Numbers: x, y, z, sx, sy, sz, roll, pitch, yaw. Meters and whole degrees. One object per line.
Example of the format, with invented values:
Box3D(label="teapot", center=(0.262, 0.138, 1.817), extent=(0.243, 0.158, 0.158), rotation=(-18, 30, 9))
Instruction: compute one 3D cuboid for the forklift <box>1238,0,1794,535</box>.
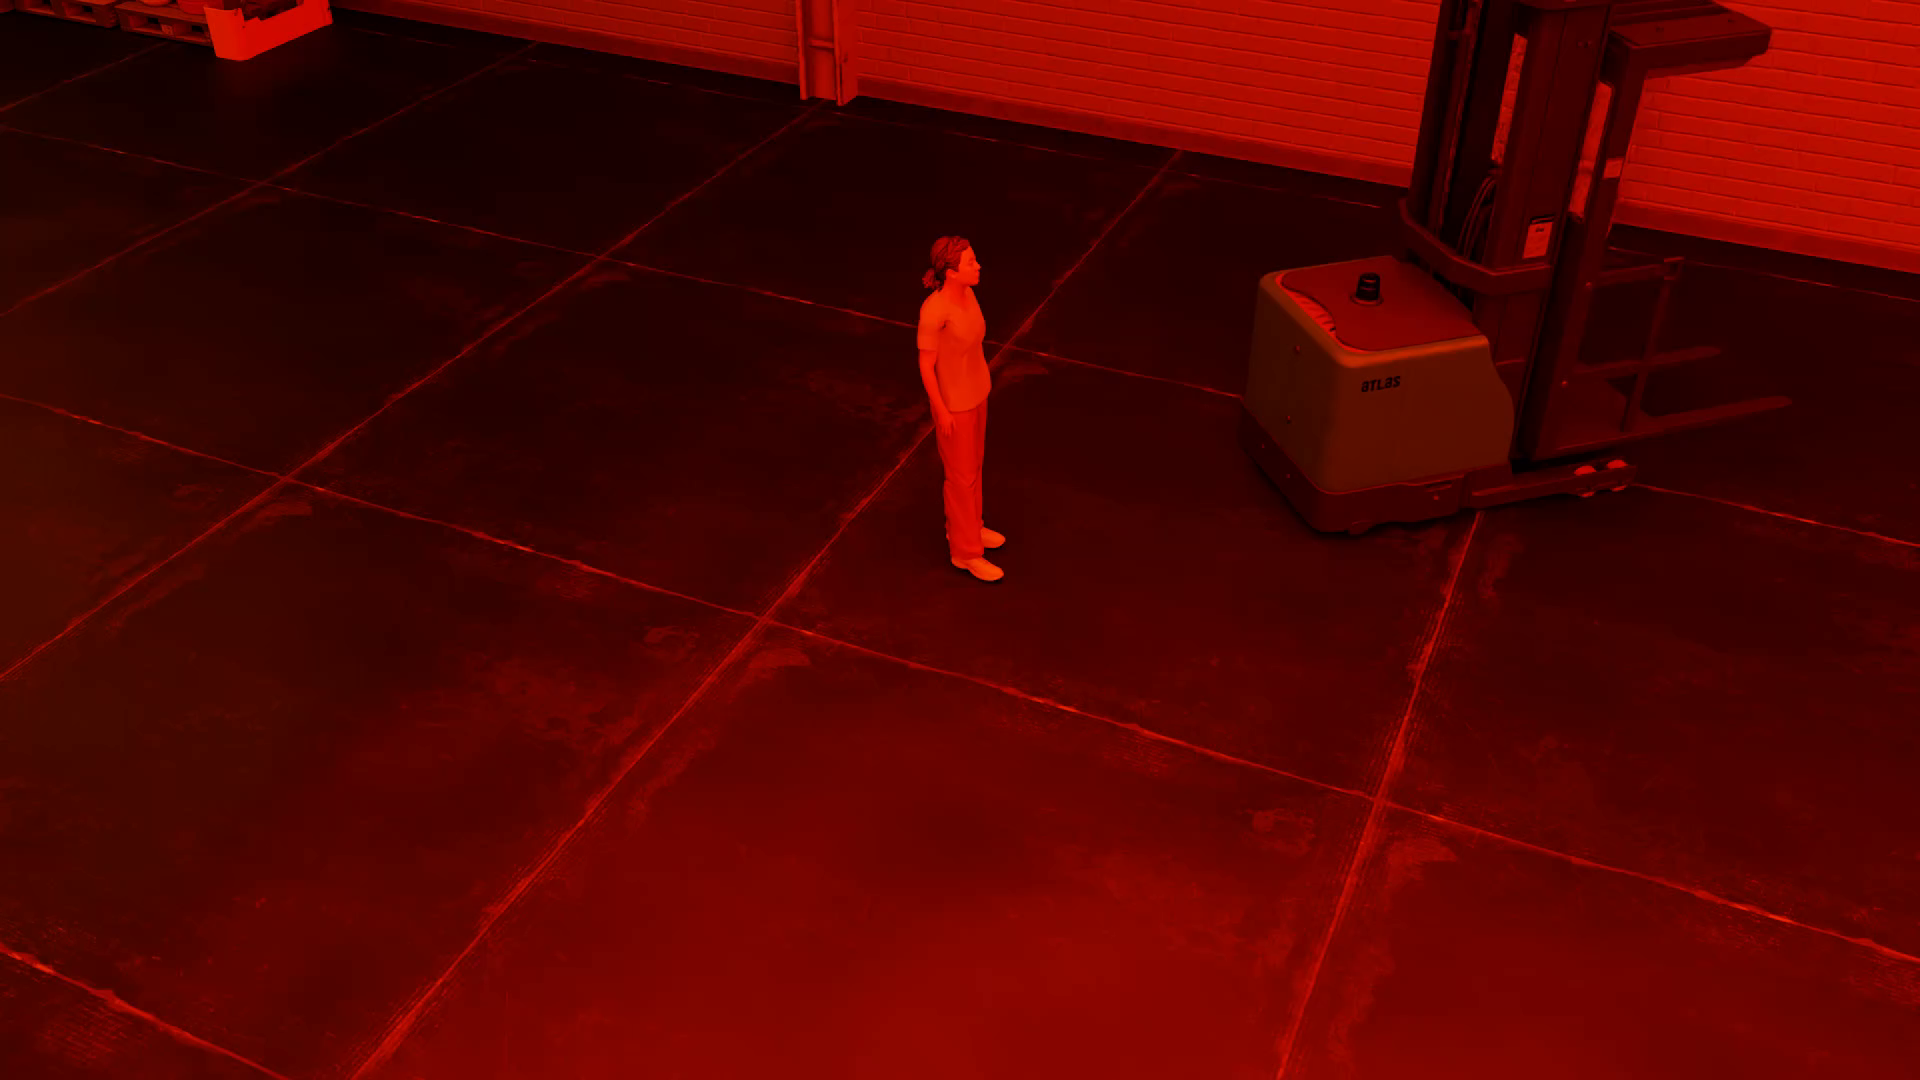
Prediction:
Box3D(label="forklift", center=(3.125, -1.708, 8.481), extent=(3.031, 2.935, 1.130), rotation=(-10, 37, -14))

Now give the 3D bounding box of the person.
Box3D(label="person", center=(0.069, -0.658, 8.087), extent=(0.534, 1.666, 0.554), rotation=(15, 38, 20))
